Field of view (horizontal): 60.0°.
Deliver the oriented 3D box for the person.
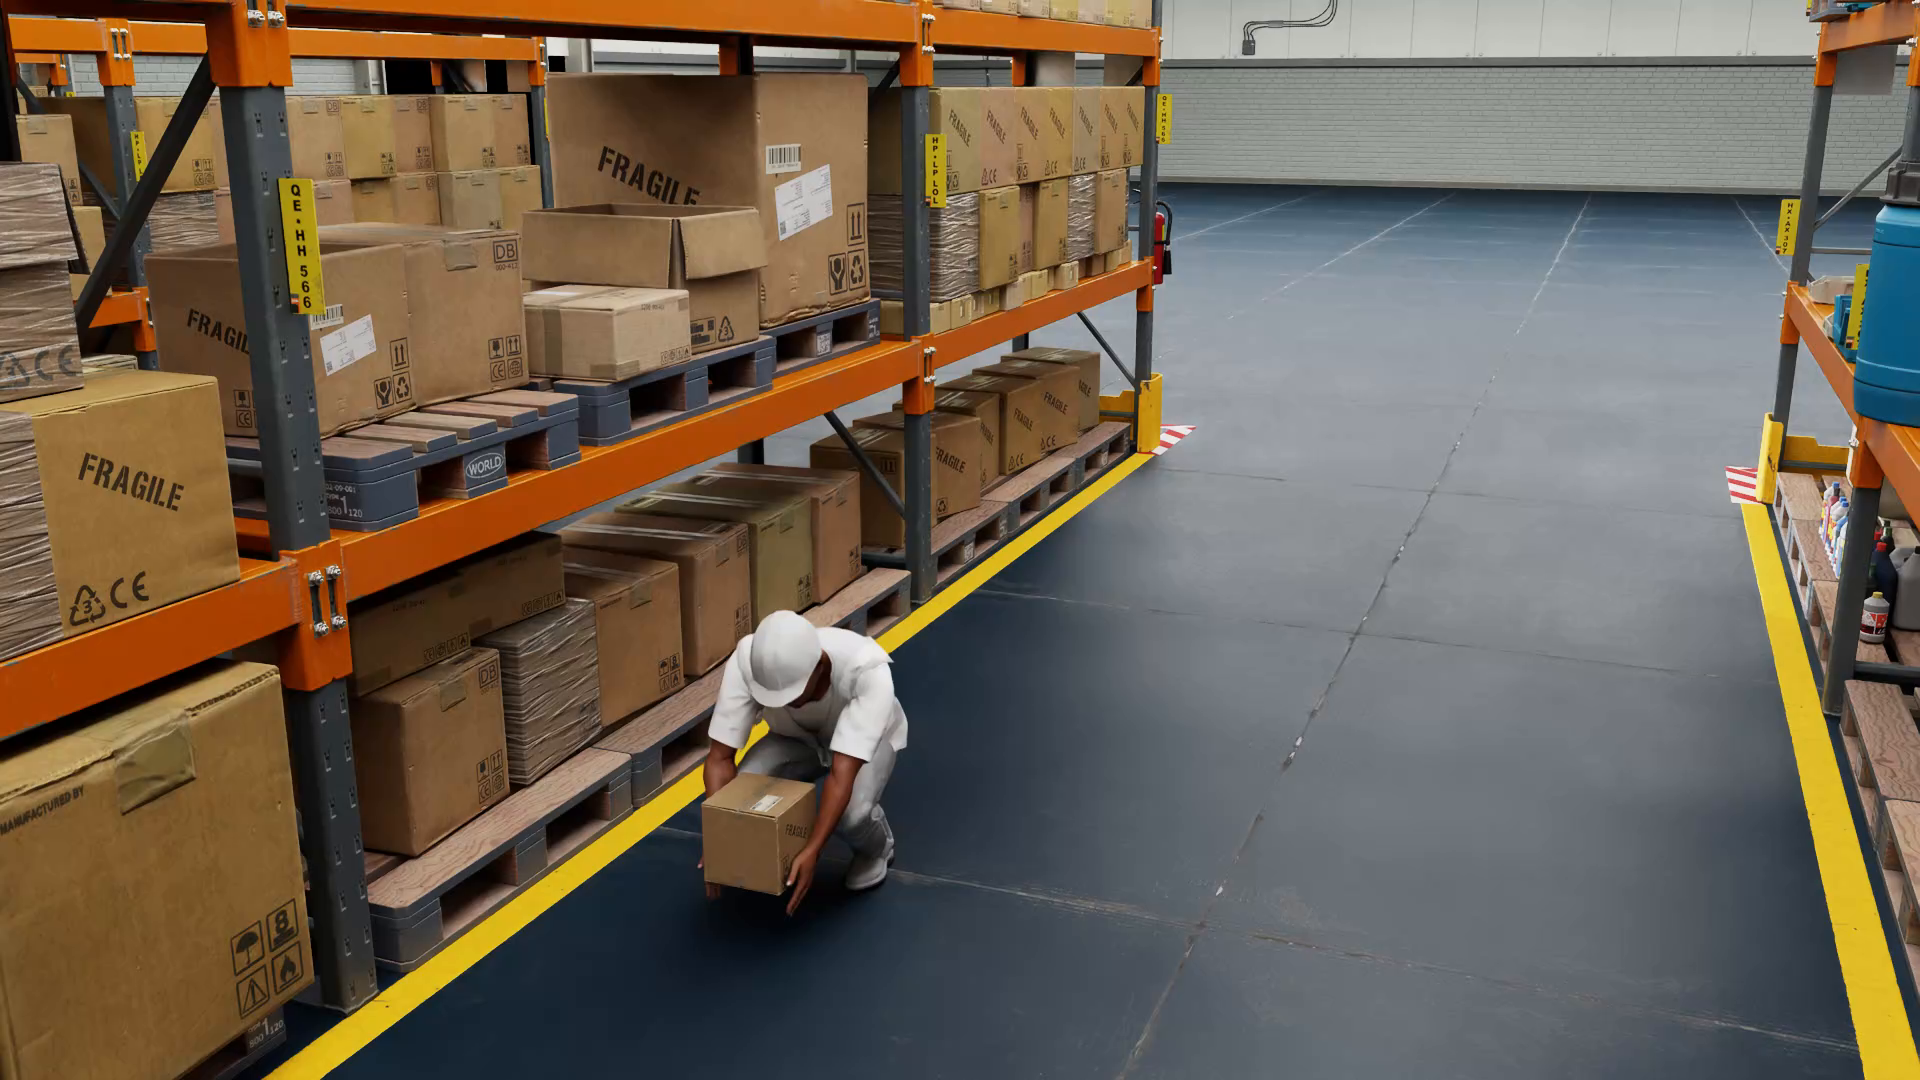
[{"bbox_3d":[-0.455,0.624,5.163,0.578,1.003,0.881,6,16,20],"label":"person"}]
